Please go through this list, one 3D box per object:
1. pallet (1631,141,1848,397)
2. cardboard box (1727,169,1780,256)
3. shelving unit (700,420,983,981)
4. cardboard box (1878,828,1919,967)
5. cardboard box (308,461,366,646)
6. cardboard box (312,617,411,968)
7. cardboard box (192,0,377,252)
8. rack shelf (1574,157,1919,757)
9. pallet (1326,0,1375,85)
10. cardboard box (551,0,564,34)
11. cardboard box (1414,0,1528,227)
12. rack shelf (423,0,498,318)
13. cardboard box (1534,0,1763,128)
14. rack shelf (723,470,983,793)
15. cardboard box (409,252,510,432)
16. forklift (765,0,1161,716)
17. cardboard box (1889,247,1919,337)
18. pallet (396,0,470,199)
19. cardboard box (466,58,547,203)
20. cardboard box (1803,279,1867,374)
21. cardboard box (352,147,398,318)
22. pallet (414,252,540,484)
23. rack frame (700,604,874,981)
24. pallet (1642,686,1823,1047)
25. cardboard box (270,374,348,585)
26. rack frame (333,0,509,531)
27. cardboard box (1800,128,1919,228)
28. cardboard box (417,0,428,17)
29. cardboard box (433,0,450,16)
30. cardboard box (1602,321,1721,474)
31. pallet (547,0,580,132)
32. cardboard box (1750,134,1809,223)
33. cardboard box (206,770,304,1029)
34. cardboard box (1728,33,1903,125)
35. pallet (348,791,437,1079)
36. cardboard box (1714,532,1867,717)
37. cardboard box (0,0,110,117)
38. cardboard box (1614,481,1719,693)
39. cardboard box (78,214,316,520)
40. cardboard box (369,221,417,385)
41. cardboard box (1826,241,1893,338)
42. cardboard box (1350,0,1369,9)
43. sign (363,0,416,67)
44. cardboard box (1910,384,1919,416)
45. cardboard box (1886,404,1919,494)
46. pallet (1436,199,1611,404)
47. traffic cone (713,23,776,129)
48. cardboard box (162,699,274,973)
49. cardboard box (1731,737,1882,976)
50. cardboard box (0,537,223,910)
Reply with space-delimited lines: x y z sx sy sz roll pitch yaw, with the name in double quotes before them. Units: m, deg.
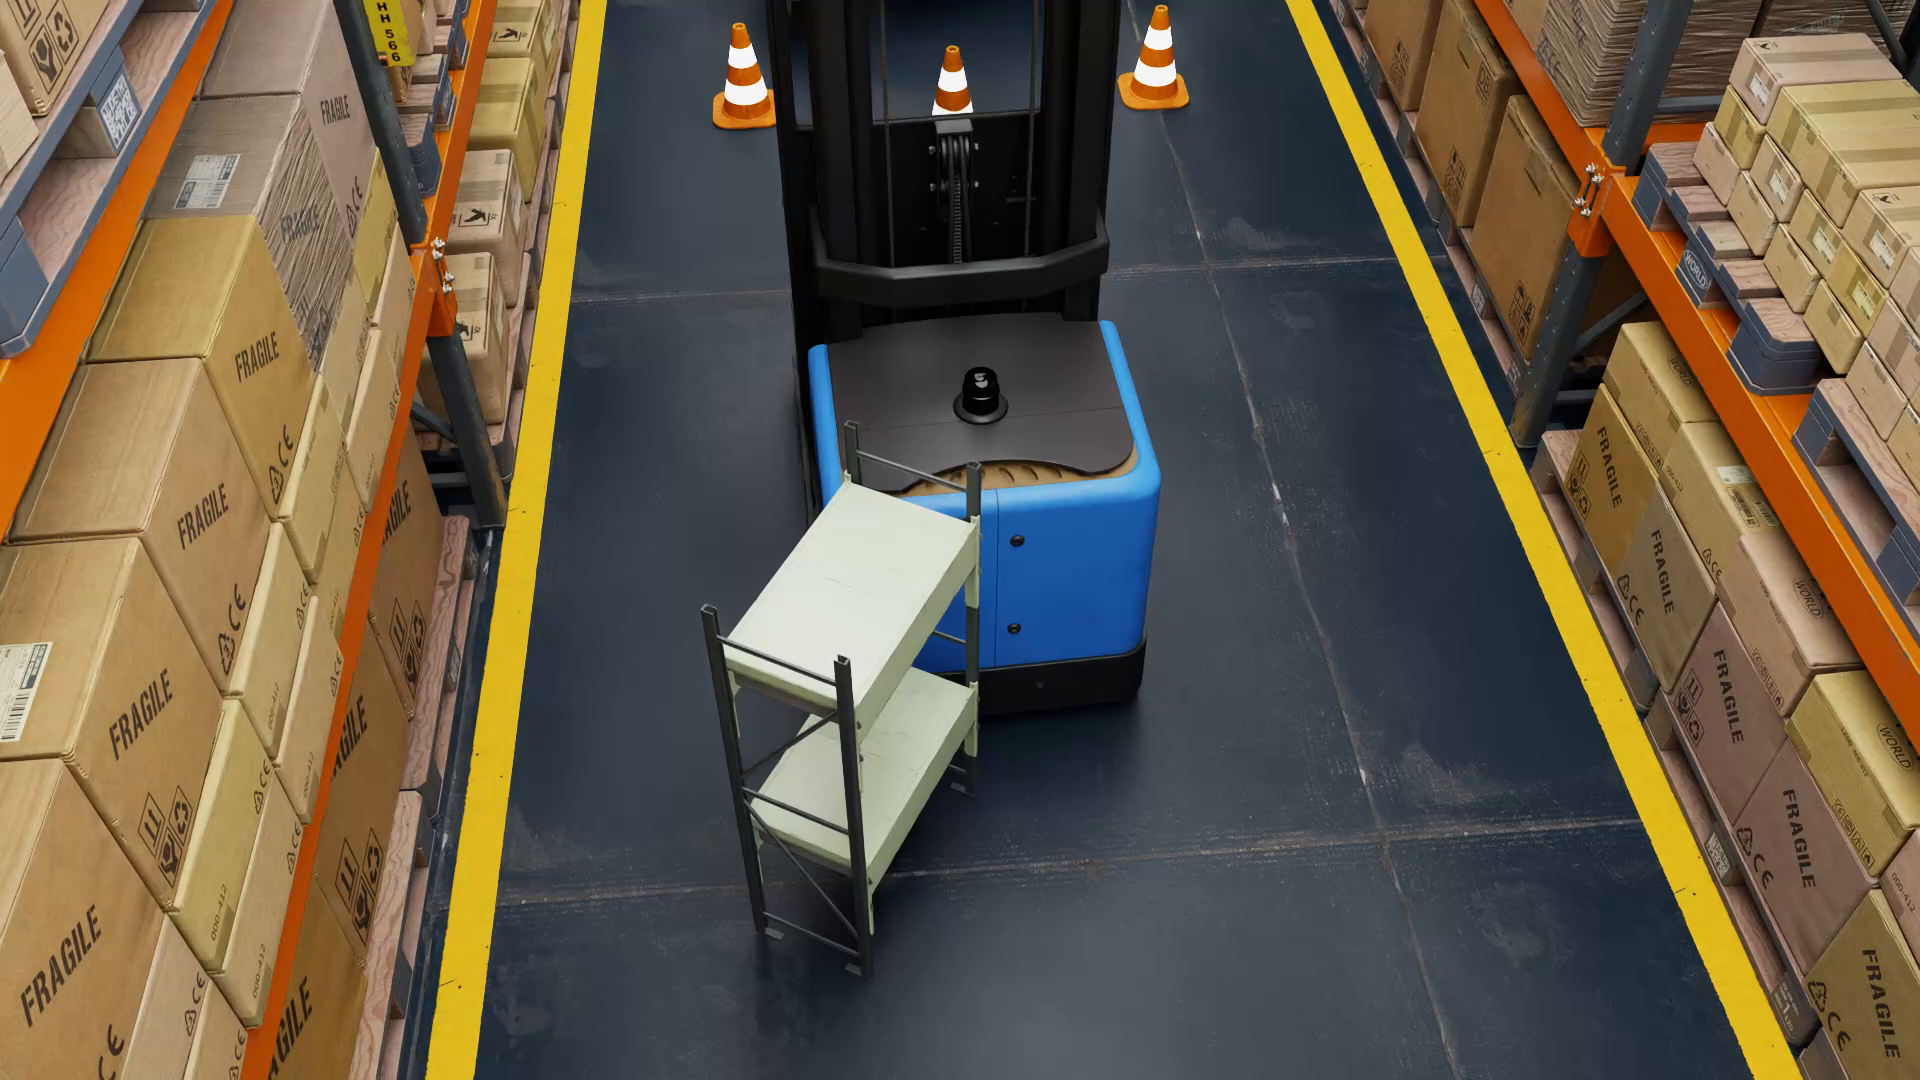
"pallet" 2.867 -0.888 5.157 1.213 0.211 1.003 -3 47 -3
"cardboard box" 2.560 -0.991 5.006 0.380 0.149 0.250 -1 47 -1
"shelving unit" -0.286 0.500 4.744 0.431 1.500 0.755 19 49 17
"cardboard box" 2.692 0.992 4.160 0.500 0.250 0.500 -1 47 -1
"cardboard box" -1.837 0.047 4.243 0.500 0.250 0.500 -4 47 -4
"cardboard box" -2.177 0.648 4.745 0.875 0.875 0.875 -3 47 -3
"cardboard box" -1.919 -1.109 4.477 0.500 0.500 0.500 -5 47 -4
"rack shelf" 2.869 0.231 4.460 1.077 0.370 4.000 -3 47 -3
"pallet" 2.506 -2.845 8.799 1.003 0.211 1.213 -3 47 -3
"cardboard box" -2.511 -2.845 8.399 0.950 0.372 0.625 -3 47 -3
"cardboard box" 2.663 -1.912 7.255 1.050 0.750 0.750 -3 47 -3
"rack shelf" -2.390 -2.289 6.847 1.077 0.370 4.000 -3 47 -3
"cardboard box" 2.396 -1.807 5.827 0.500 0.500 0.500 -3 47 -3
"rack shelf" -0.286 0.232 4.460 0.431 0.370 0.720 19 49 17
"cardboard box" -2.260 -0.739 6.405 0.950 0.372 0.625 -6 47 -6
"forklift" -0.082 -1.461 5.615 1.130 2.935 3.031 -5 47 -5
"cardboard box" 2.634 -0.620 4.245 0.380 0.149 0.250 -2 47 -1
"pallet" -2.389 -1.532 5.767 1.213 0.211 1.003 -3 47 -3
"cardboard box" -2.388 -1.822 7.430 0.950 0.372 0.625 -2 47 -2
"cardboard box" 2.607 -0.601 4.637 0.380 0.149 0.250 -2 47 -1
"cardboard box" -1.929 -0.874 4.771 0.500 0.250 0.500 -4 47 -3
"pallet" -2.287 -0.696 6.763 1.003 0.211 1.213 -3 47 -3
"rack frame" -0.443 0.740 4.516 0.400 1.500 0.023 19 49 17
"pallet" 2.864 0.942 5.213 1.003 0.211 1.213 -3 47 -3
"cardboard box" -1.819 -0.135 4.070 0.500 0.250 0.500 -5 47 -4
"rack frame" -2.223 -1.089 5.215 1.000 3.000 0.127 -3 47 -3
"cardboard box" 2.588 -1.008 4.612 0.380 0.149 0.250 -4 47 -4
"cardboard box" -2.081 -2.086 5.597 0.500 0.500 0.500 -1 47 -1
"cardboard box" -2.035 -2.001 5.963 0.380 0.149 0.250 -3 47 -3
"cardboard box" 2.518 -0.492 5.566 0.500 0.250 0.500 -5 47 -5
"pallet" -2.491 -2.461 8.435 1.003 0.211 1.213 -3 47 -3
"cardboard box" 2.566 -1.065 4.872 0.380 0.149 0.250 -1 47 -1
"cardboard box" -1.734 0.776 3.552 0.500 0.250 0.500 -4 47 -4
"cardboard box" 2.547 -1.376 4.962 0.380 0.149 0.250 -3 47 -3
"pallet" -2.133 1.325 4.849 1.003 0.211 1.213 -3 47 -3
"cardboard box" 2.589 0.234 4.879 0.500 0.250 0.500 -3 47 -3
"cardboard box" -1.786 -1.042 2.747 0.500 0.500 0.500 -3 47 -3
"cardboard box" 2.552 0.143 5.481 0.500 0.500 0.500 -3 47 -3
"cardboard box" -1.833 -0.379 3.785 0.500 0.500 0.500 -3 47 -3
"cardboard box" -1.922 -0.687 4.938 0.500 0.250 0.500 -5 47 -5
"cardboard box" 2.613 -0.690 4.516 0.380 0.149 0.250 -3 47 -3
"cardboard box" 2.508 -3.284 8.555 1.050 0.750 0.750 -4 47 -3
"sign" -1.670 -1.523 4.829 0.100 0.325 0.005 -3 47 -3
"cardboard box" 2.651 -0.330 4.175 0.380 0.149 0.250 -4 47 -4
"cardboard box" 2.650 -0.226 4.282 0.380 0.149 0.250 -3 47 -3
"pallet" 2.710 -1.079 7.127 1.003 0.211 1.213 -3 47 -3
"traffic cone" -1.059 -2.299 8.108 0.336 0.463 0.334 -3 47 -3
"cardboard box" -1.731 0.607 3.368 0.500 0.250 0.500 -3 47 -3
"cardboard box" 2.642 0.883 4.780 0.500 0.500 0.500 -4 47 -4
"cardboard box" -1.748 0.362 3.084 0.500 0.500 0.500 -5 47 -4
